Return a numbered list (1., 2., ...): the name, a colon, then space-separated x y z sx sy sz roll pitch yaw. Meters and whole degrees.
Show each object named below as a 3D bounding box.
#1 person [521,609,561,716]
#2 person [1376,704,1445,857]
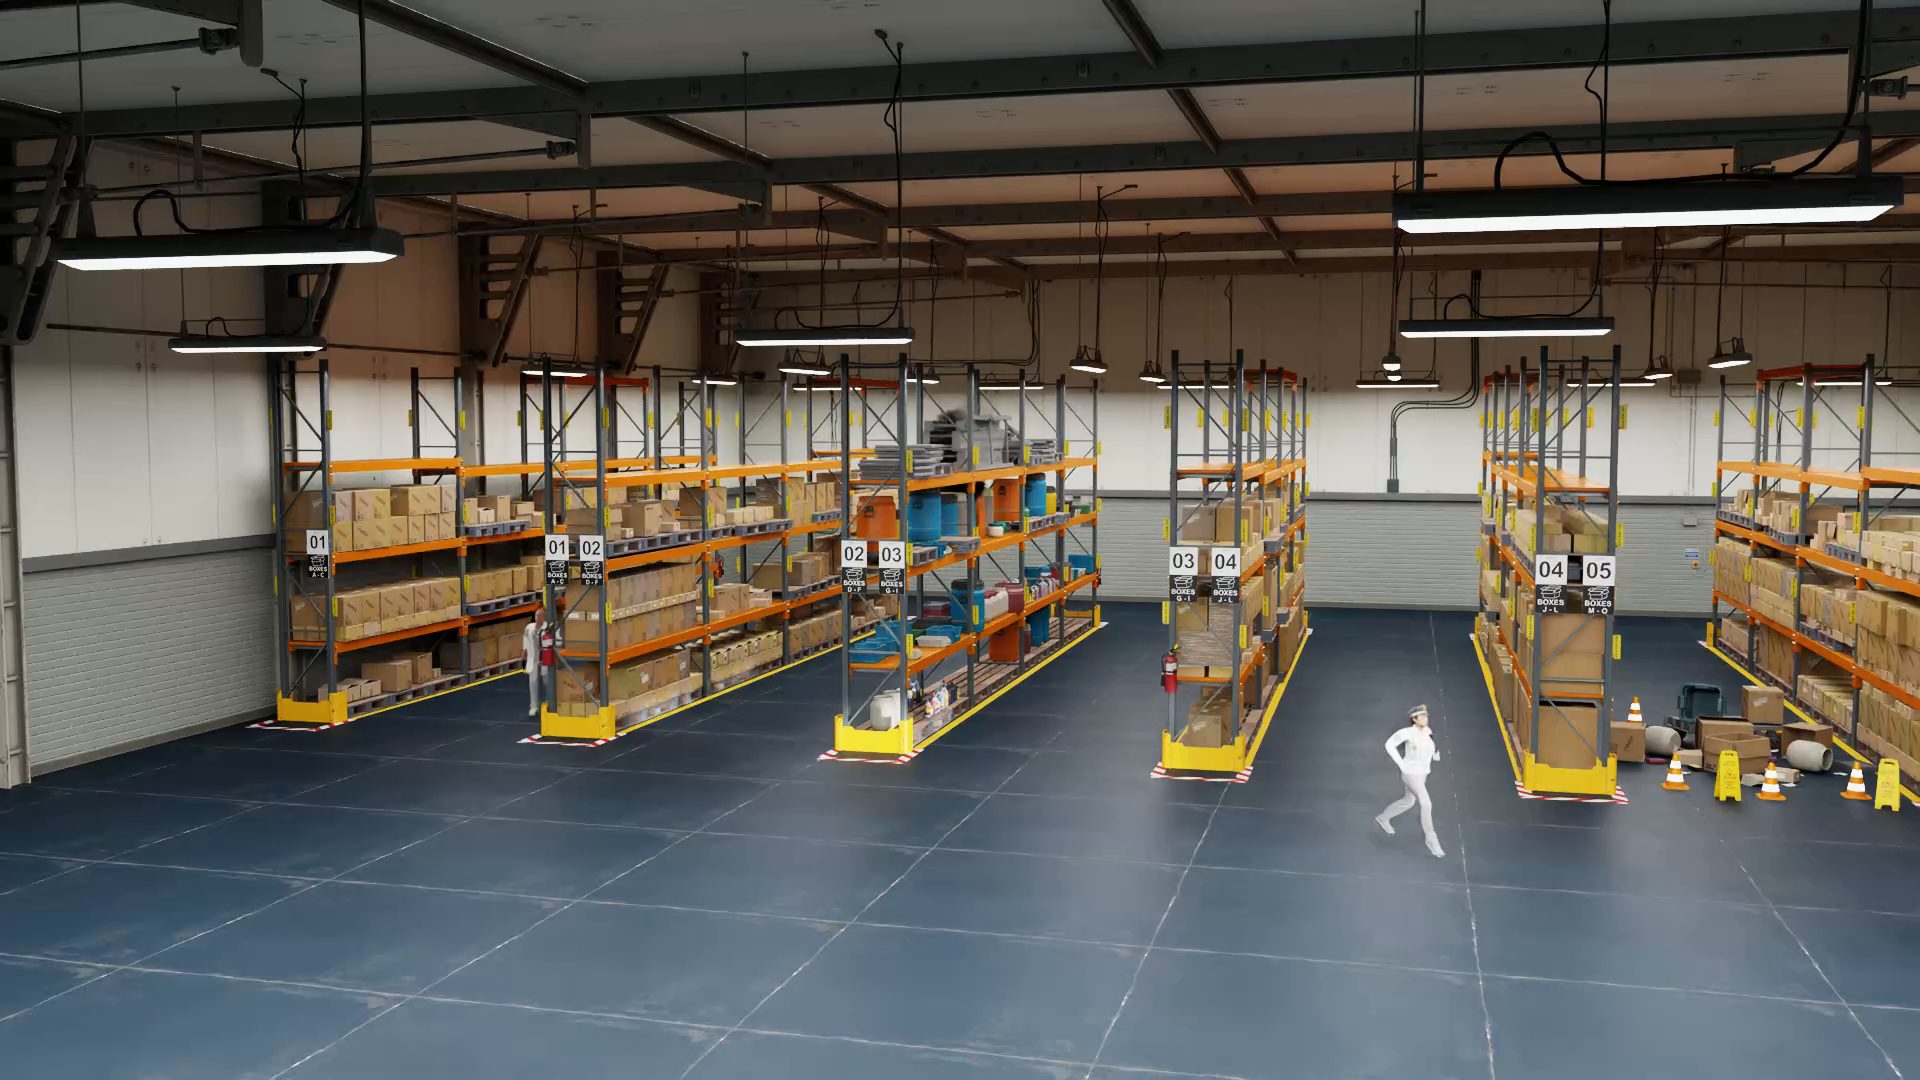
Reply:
1. person: -7.136 2.098 28.318 0.715 1.677 0.961 0 4 2
2. person: 5.315 2.770 19.499 0.580 1.734 1.003 -4 6 -43
